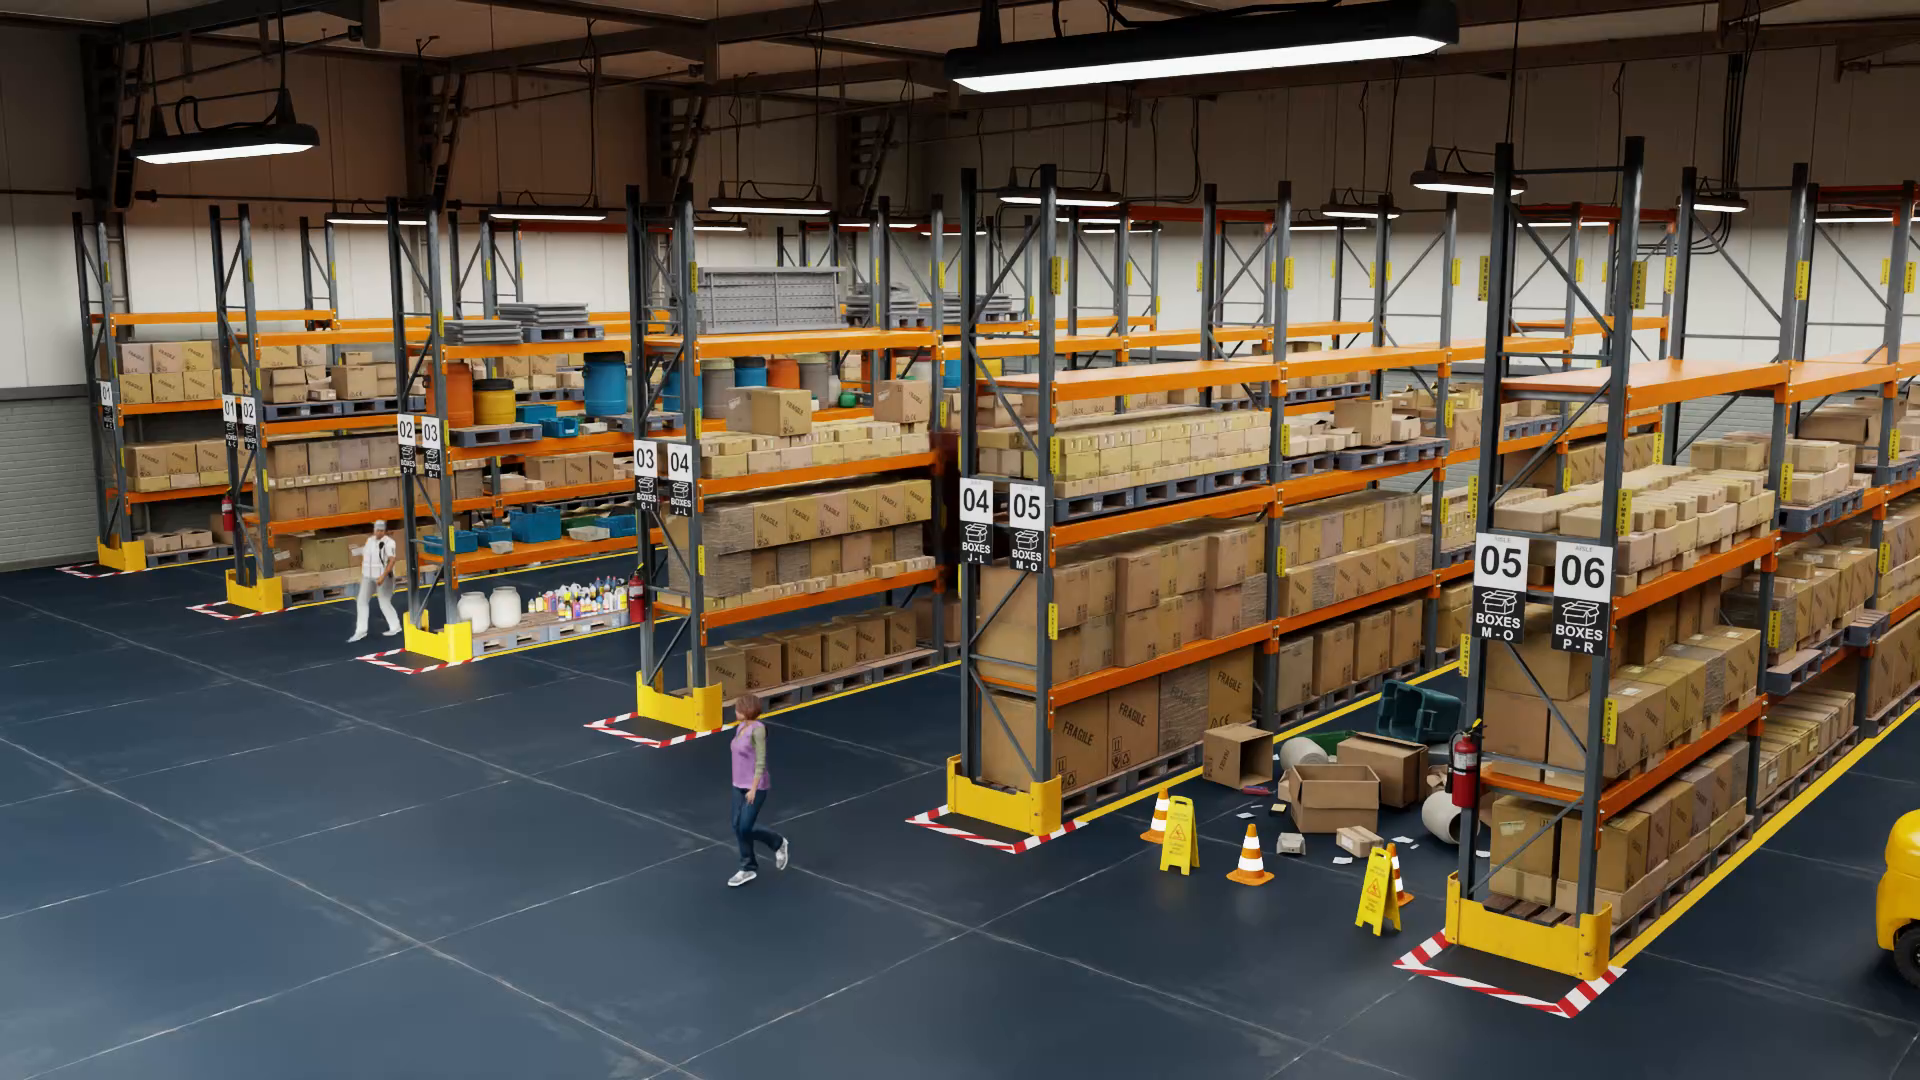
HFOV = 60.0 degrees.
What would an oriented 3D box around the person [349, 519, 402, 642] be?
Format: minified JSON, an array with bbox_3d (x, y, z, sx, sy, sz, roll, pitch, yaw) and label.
[{"bbox_3d":[-8.137,0.559,23.074,0.507,1.654,0.727,2,10,14],"label":"person"}]

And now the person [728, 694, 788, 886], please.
[{"bbox_3d":[-1.744,2.051,13.960,0.518,1.528,0.451,-6,11,-34],"label":"person"}]
